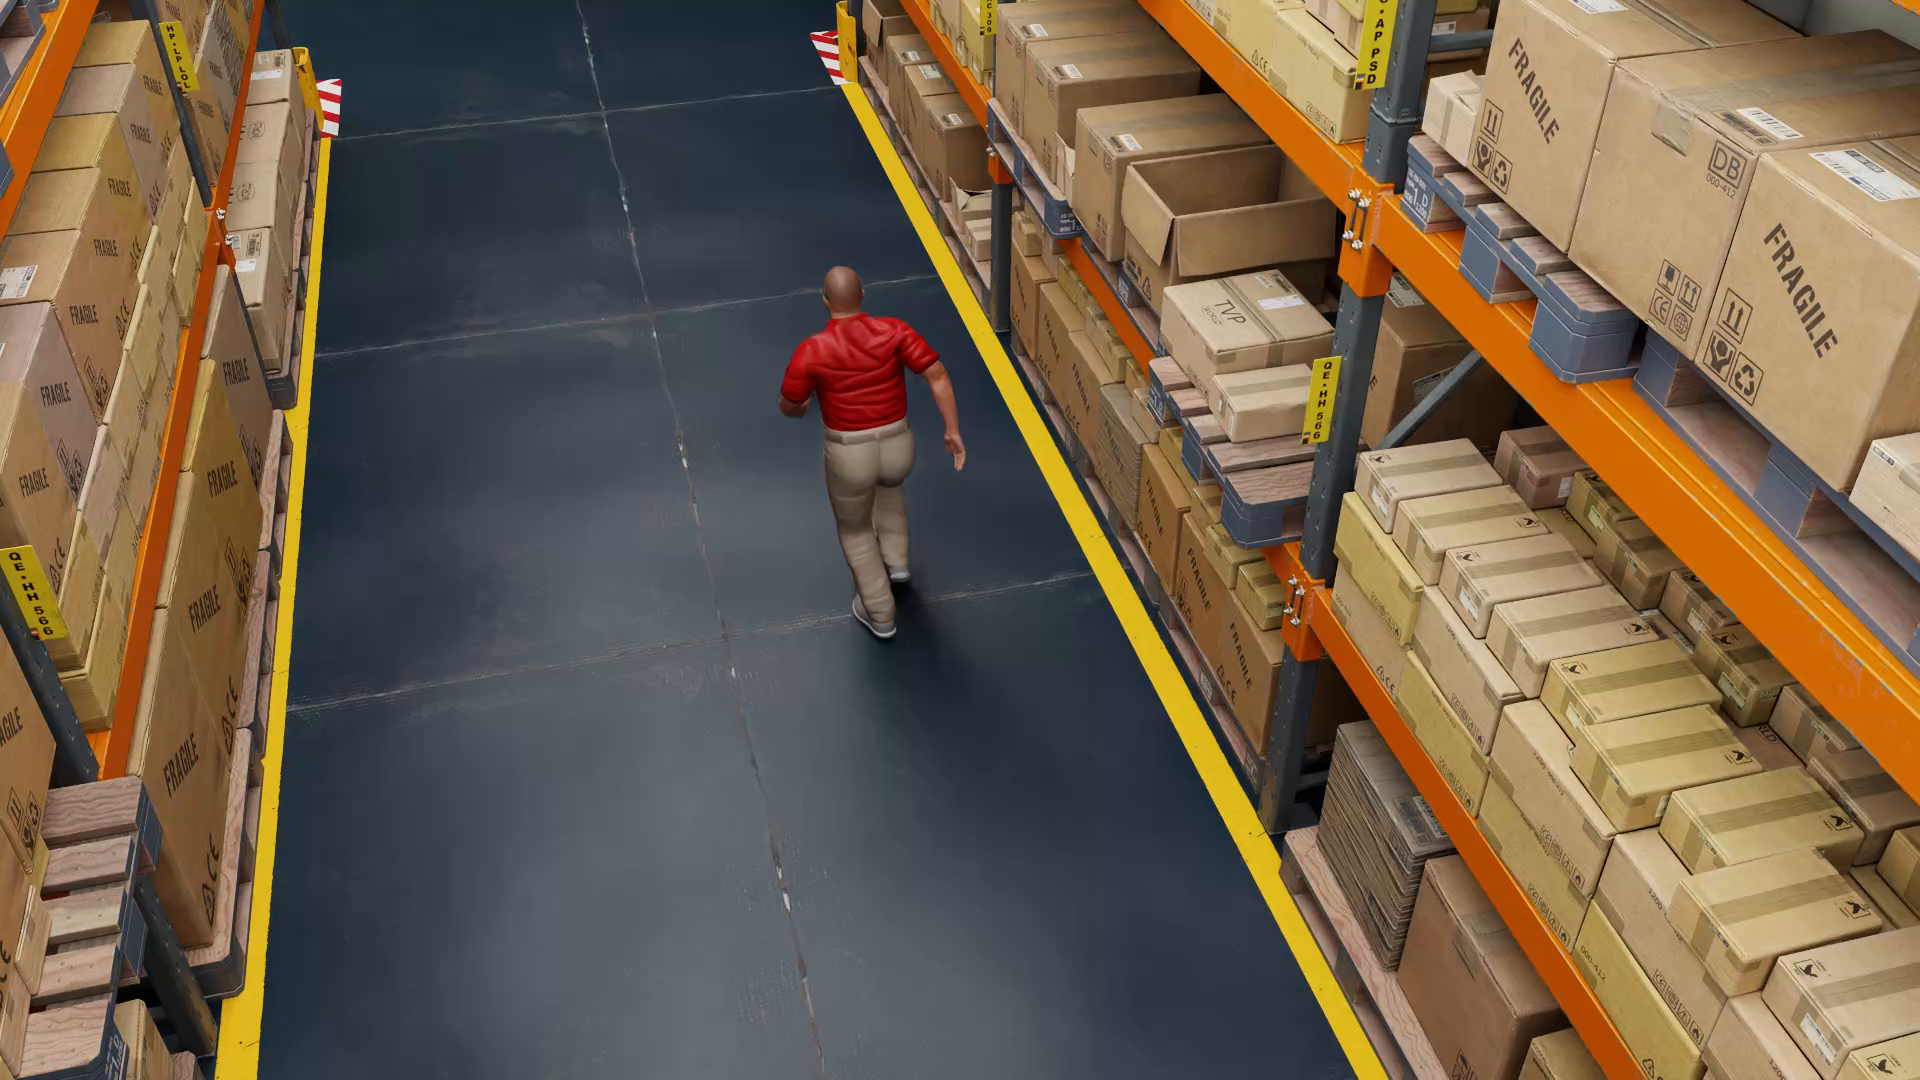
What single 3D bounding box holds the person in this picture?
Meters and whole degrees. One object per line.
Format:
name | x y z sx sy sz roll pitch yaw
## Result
person | -0.420 -0.412 7.318 0.714 1.688 0.745 -15 40 -18
